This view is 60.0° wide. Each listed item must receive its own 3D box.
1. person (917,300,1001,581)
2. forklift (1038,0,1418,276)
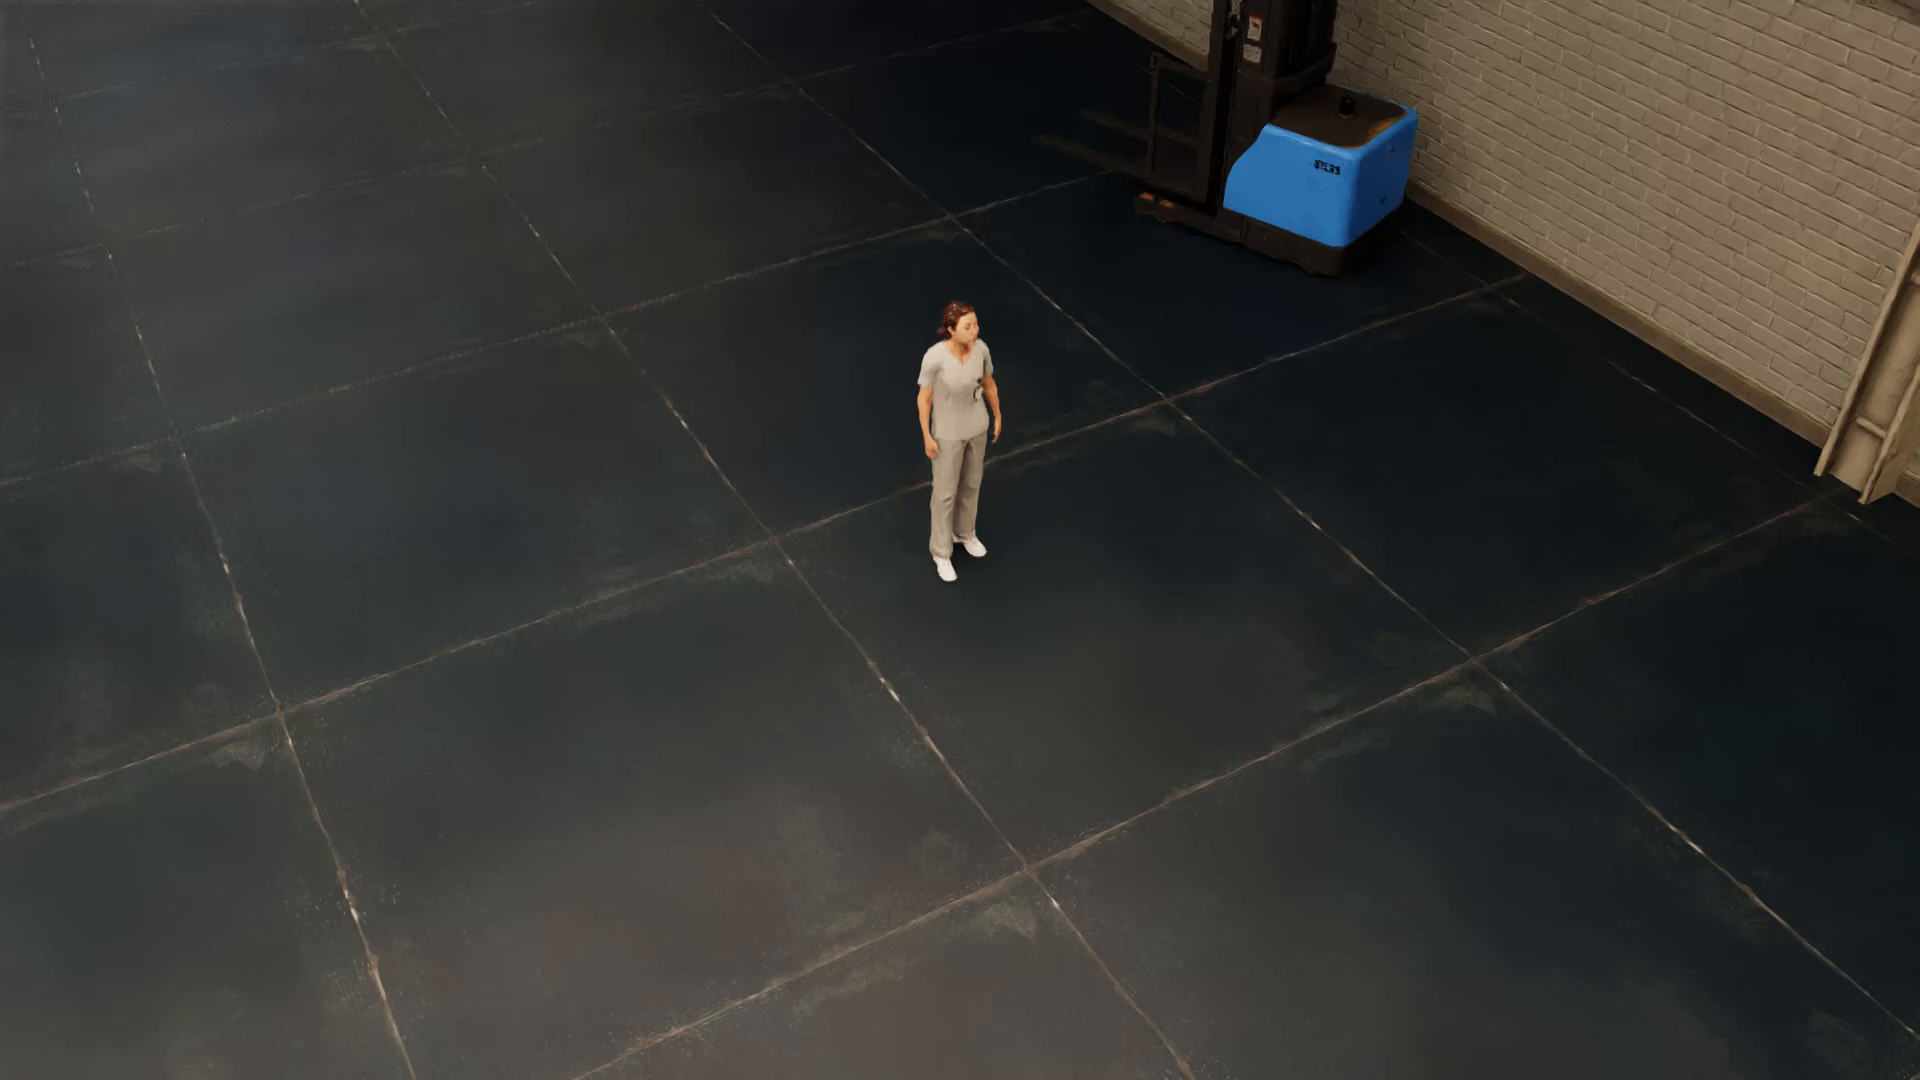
[{"bbox_3d":[0.026,-0.605,9.738,0.550,1.674,0.548,-20,44,-23],"label":"person"},{"bbox_3d":[2.034,-3.928,12.772,3.031,2.935,1.130,28,47,30],"label":"forklift"}]
